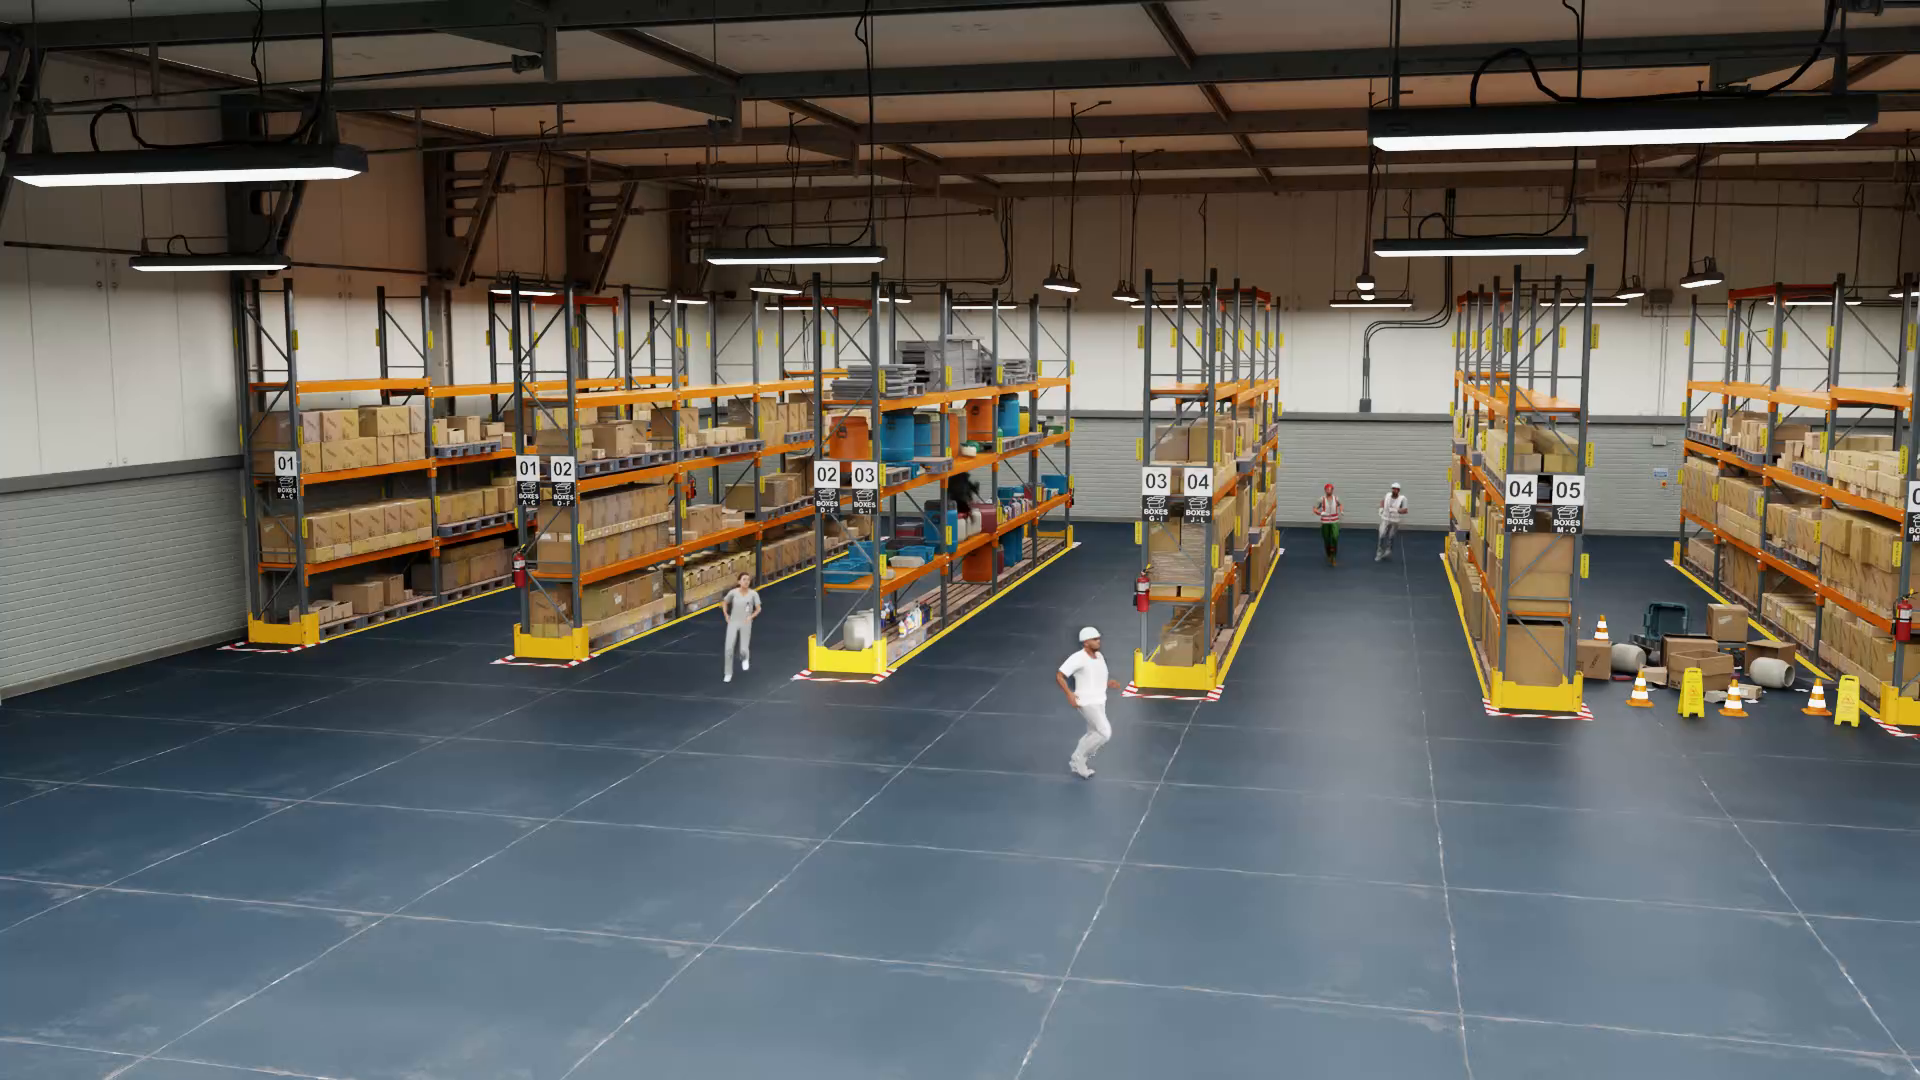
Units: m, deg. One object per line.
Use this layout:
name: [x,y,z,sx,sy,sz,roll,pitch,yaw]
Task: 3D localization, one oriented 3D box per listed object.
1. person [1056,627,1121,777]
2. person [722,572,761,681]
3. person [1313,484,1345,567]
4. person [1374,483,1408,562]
person: [1.523,1.855,18.992,0.644,1.724,0.682,5,8,33]
person: [-3.251,1.265,24.748,0.577,1.606,0.608,0,7,-2]
person: [8.254,-0.341,37.247,0.704,1.853,0.793,0,7,4]
person: [9.883,-0.408,37.934,0.686,1.821,0.792,3,8,25]
